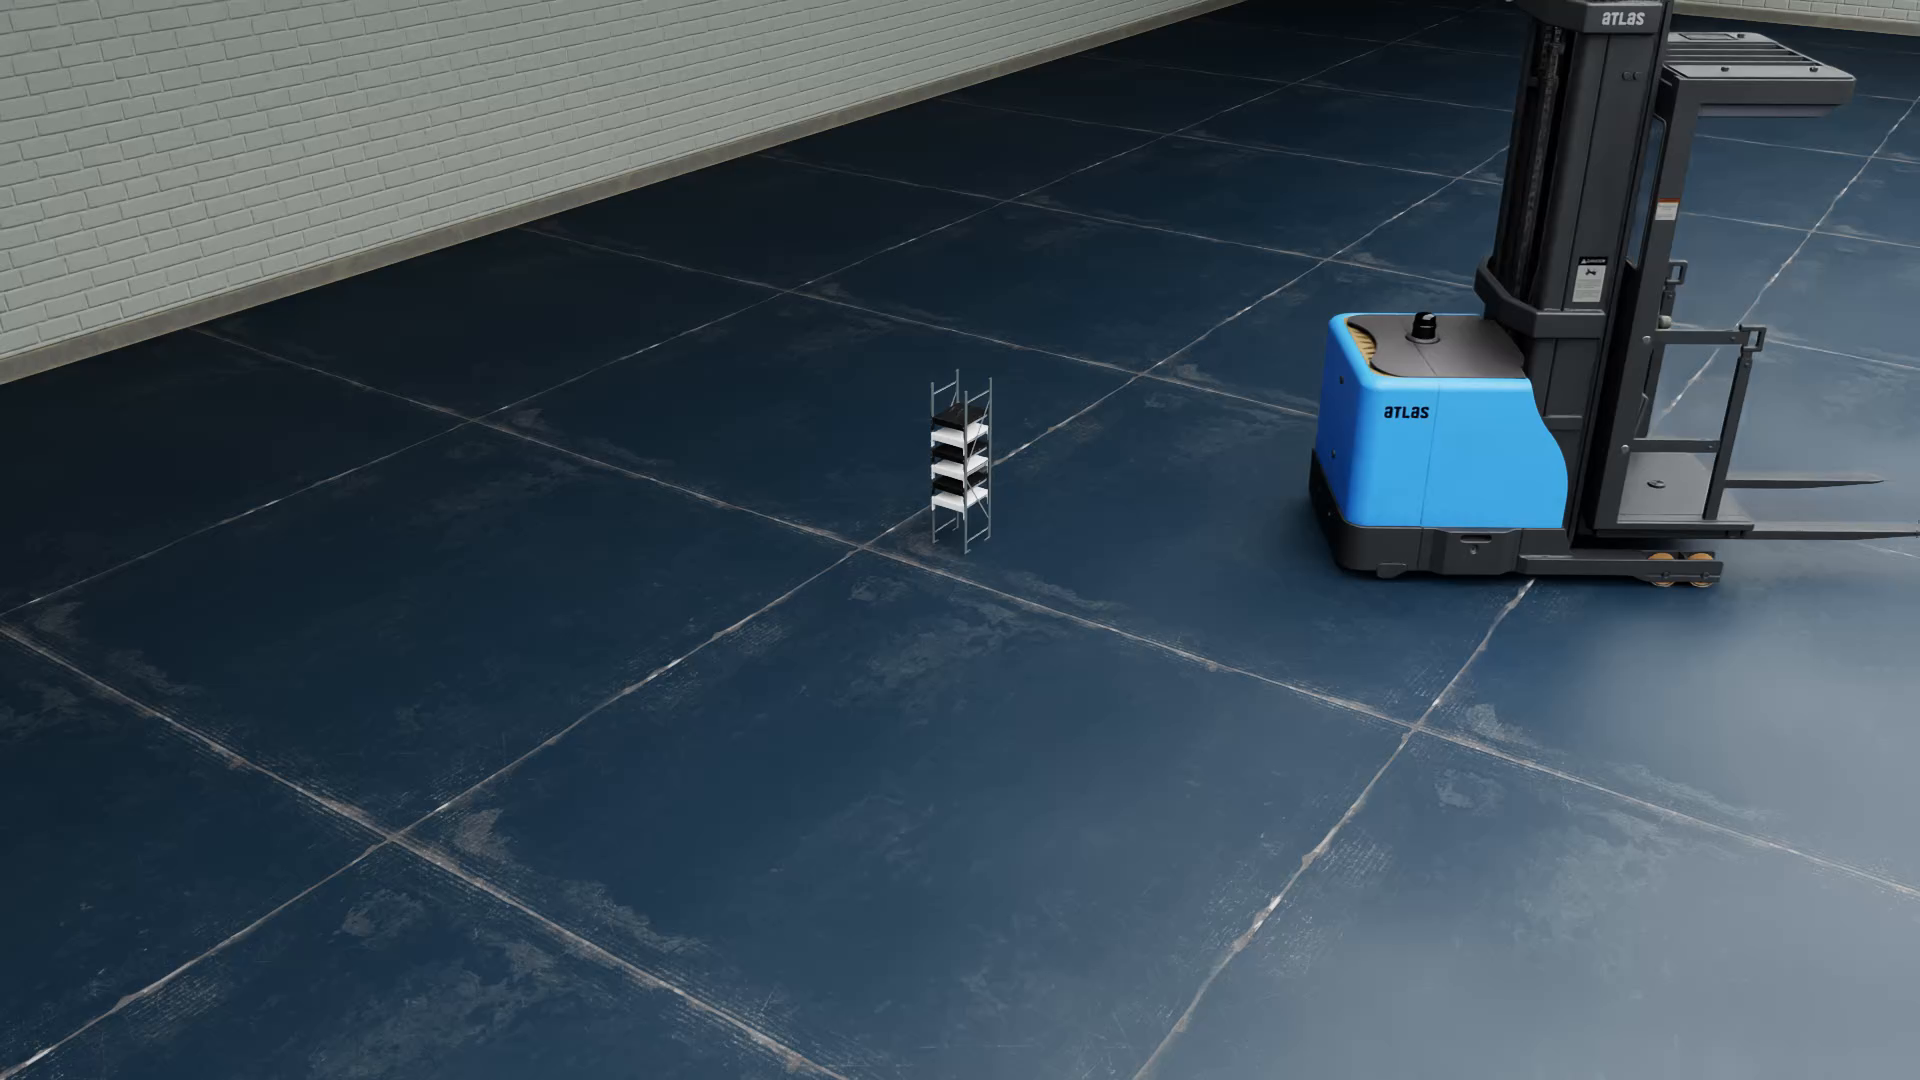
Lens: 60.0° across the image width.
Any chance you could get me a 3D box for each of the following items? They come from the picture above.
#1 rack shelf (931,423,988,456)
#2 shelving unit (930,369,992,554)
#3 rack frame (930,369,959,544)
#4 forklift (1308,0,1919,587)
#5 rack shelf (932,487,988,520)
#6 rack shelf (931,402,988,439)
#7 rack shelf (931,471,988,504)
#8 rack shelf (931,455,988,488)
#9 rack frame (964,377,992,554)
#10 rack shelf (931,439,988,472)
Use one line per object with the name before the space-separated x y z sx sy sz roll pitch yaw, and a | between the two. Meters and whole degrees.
rack shelf | 0.007 -0.530 8.475 0.200 0.077 0.258 17 32 30
shelving unit | 0.007 -0.399 8.542 0.210 0.900 0.258 17 32 30
rack frame | -0.077 -0.425 8.593 0.006 0.900 0.240 17 32 30
forklift | 3.422 -1.315 8.103 3.031 2.935 1.130 1 27 1
rack shelf | 0.007 -0.209 8.639 0.200 0.077 0.258 17 32 30
rack shelf | 0.007 -0.610 8.434 0.200 0.077 0.258 17 32 30
rack shelf | 0.007 -0.289 8.598 0.200 0.077 0.258 17 32 30
rack shelf | 0.007 -0.369 8.557 0.200 0.077 0.258 17 32 30
rack frame | 0.090 -0.373 8.490 0.006 0.900 0.240 17 32 30
rack shelf | 0.007 -0.449 8.516 0.200 0.077 0.258 17 32 30
